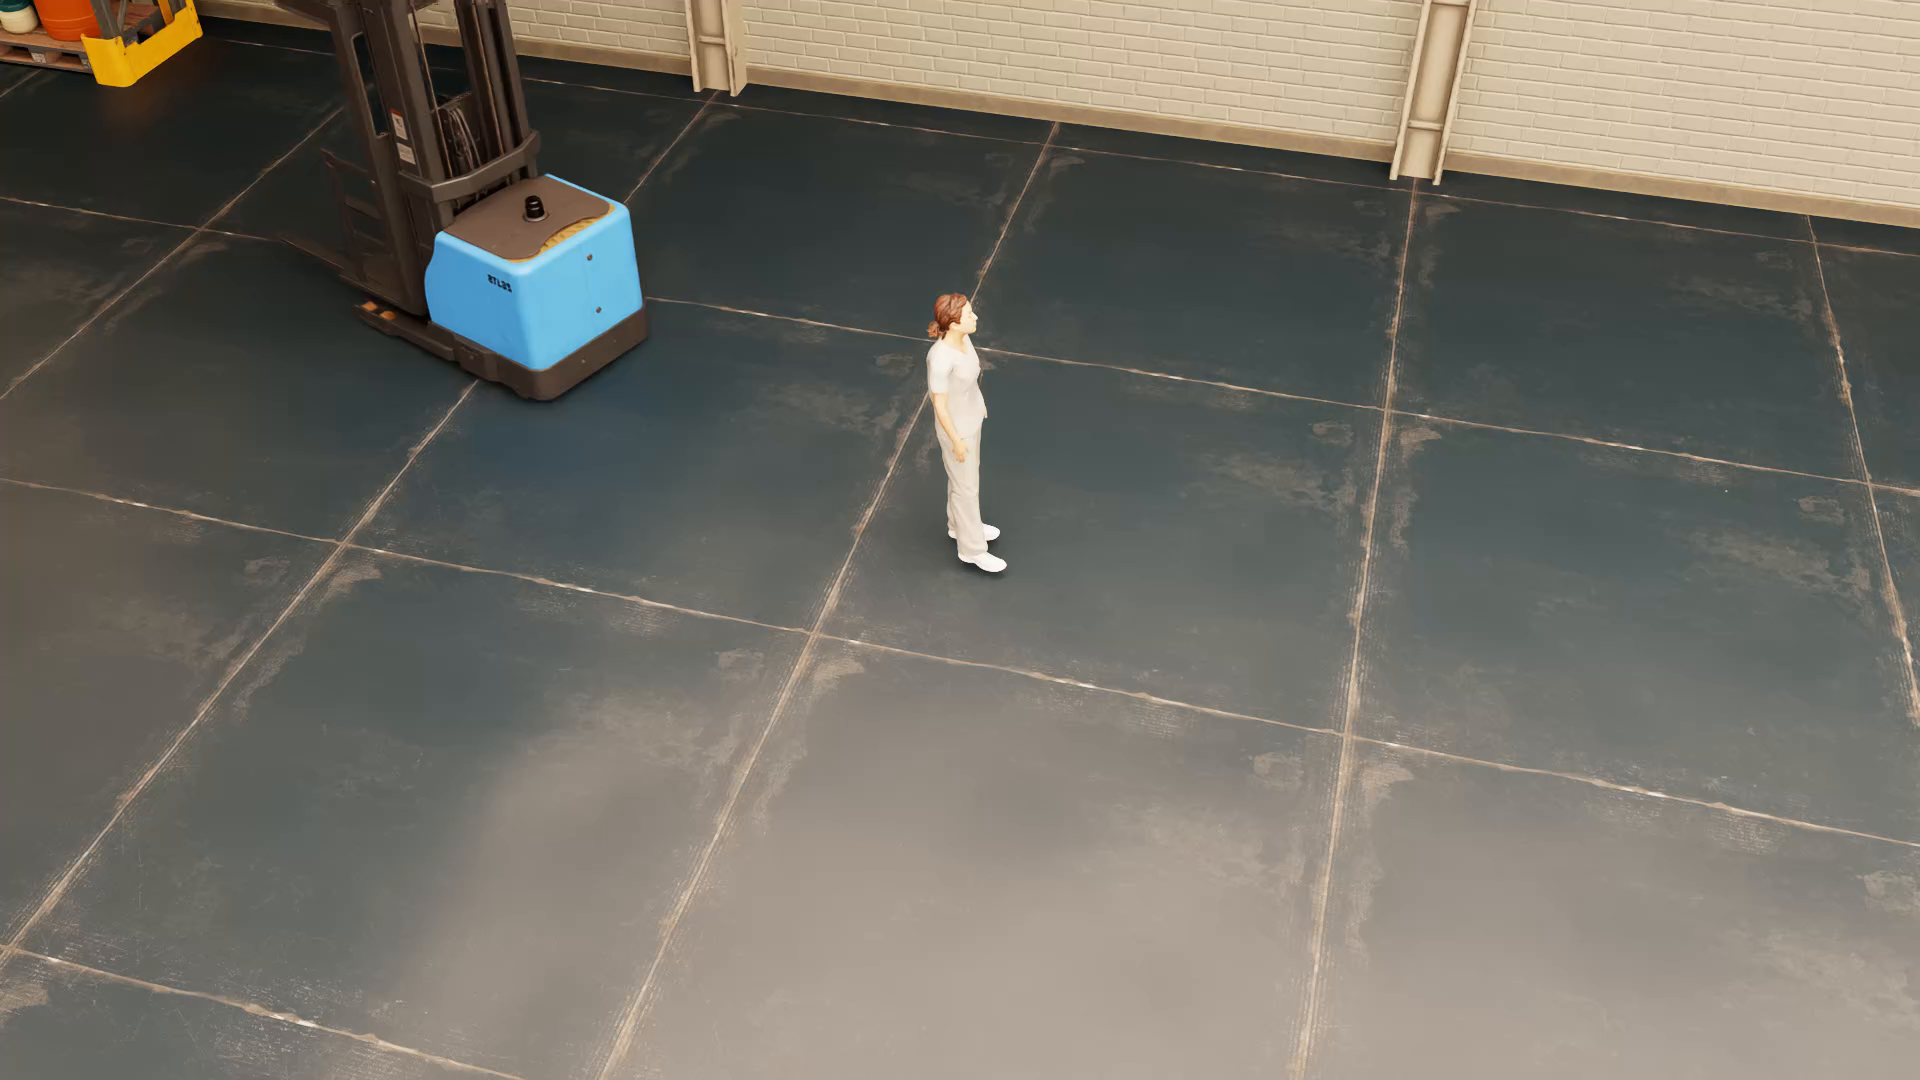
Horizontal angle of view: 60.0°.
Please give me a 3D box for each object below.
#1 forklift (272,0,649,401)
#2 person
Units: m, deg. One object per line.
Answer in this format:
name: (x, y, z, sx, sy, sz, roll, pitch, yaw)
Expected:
forklift: (-3.665, -2.806, 11.063, 3.031, 2.935, 1.130, 25, 47, 26)
person: (0.068, -0.645, 9.477, 0.547, 1.673, 0.549, 10, 42, 11)
